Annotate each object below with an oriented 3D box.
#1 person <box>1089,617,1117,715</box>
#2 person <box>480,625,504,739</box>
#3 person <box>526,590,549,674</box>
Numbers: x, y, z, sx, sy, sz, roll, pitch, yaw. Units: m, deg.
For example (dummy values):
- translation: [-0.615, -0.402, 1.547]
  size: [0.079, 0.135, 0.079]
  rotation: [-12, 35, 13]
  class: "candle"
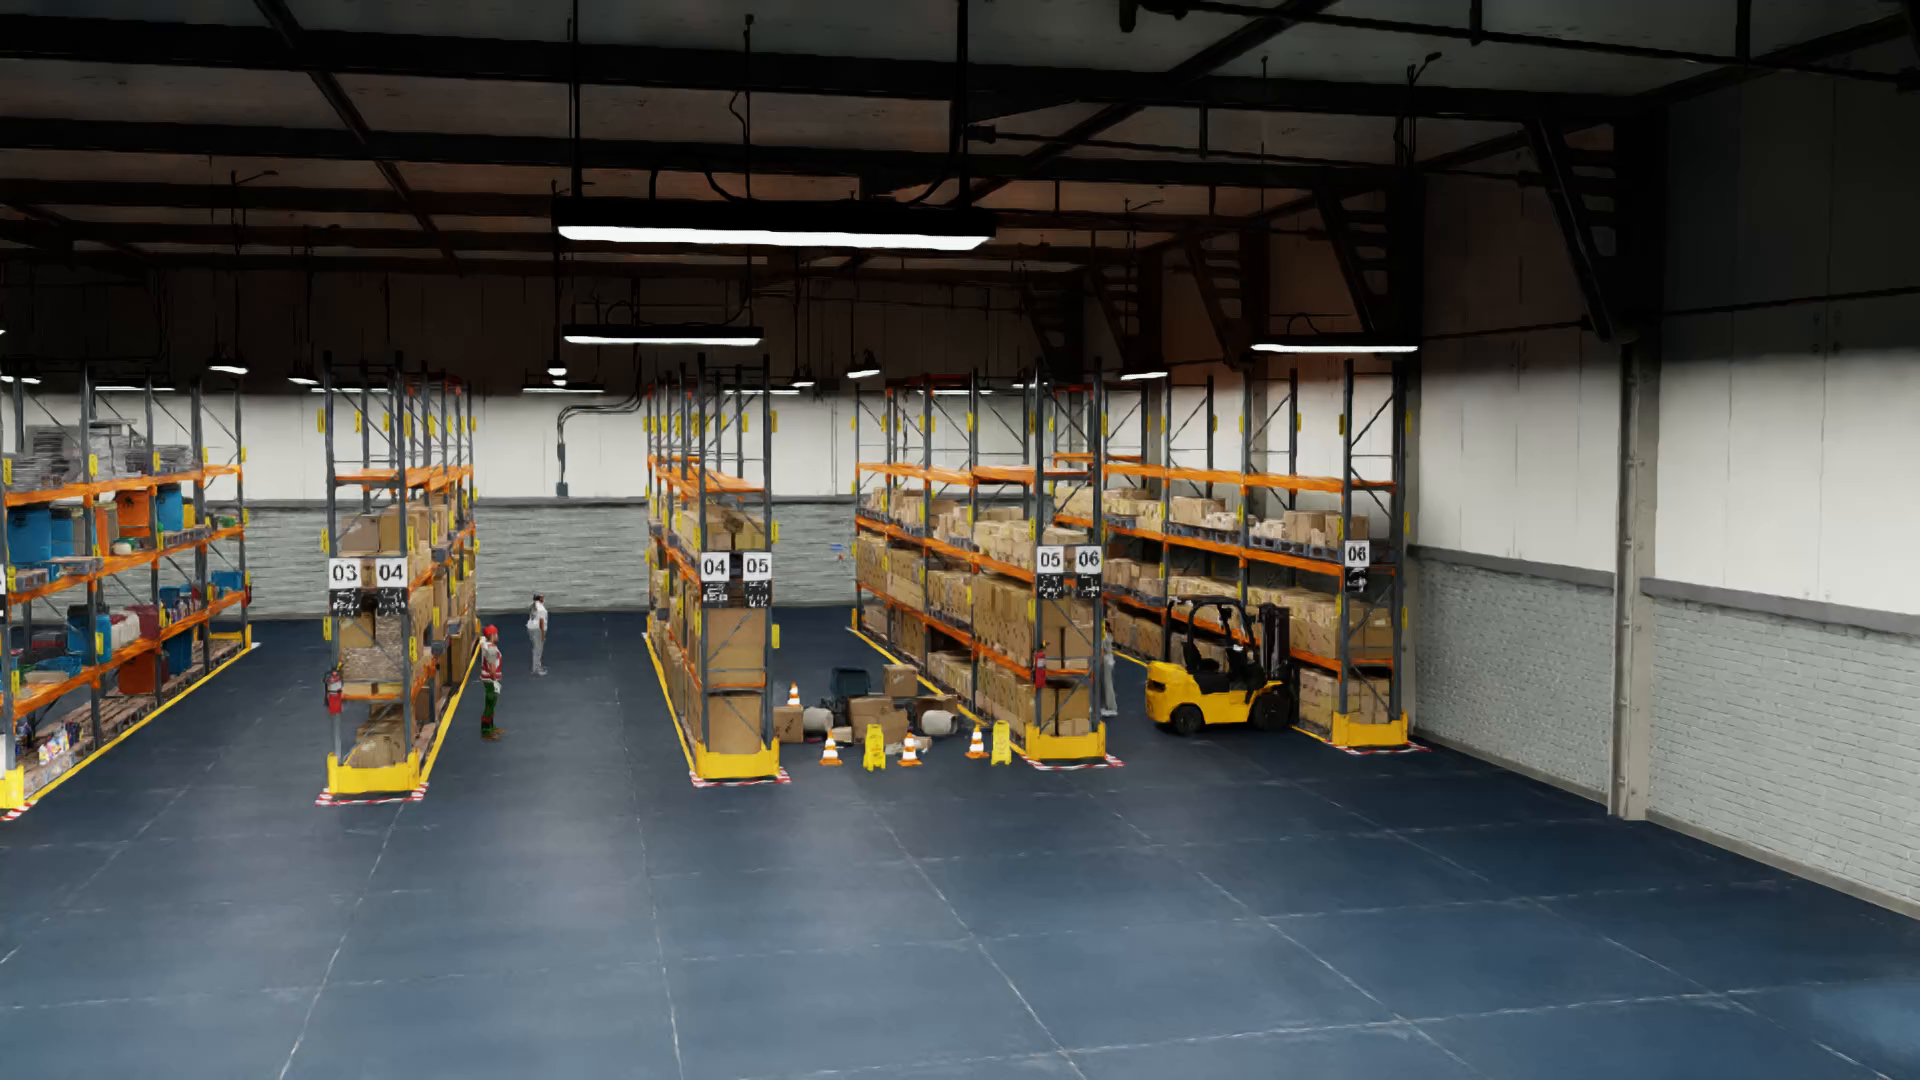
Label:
- translation: [2.463, 2.157, 28.664]
  size: [0.569, 1.668, 0.563]
  rotation: [1, 4, 19]
  class: "person"
- translation: [-7.464, 2.239, 26.523]
  size: [0.391, 1.793, 0.674]
  rotation: [-2, 4, -22]
  class: "person"
- translation: [-8.464, 1.829, 33.469]
  size: [0.460, 1.667, 0.572]
  rotation: [-3, 5, -35]
  class: "person"
